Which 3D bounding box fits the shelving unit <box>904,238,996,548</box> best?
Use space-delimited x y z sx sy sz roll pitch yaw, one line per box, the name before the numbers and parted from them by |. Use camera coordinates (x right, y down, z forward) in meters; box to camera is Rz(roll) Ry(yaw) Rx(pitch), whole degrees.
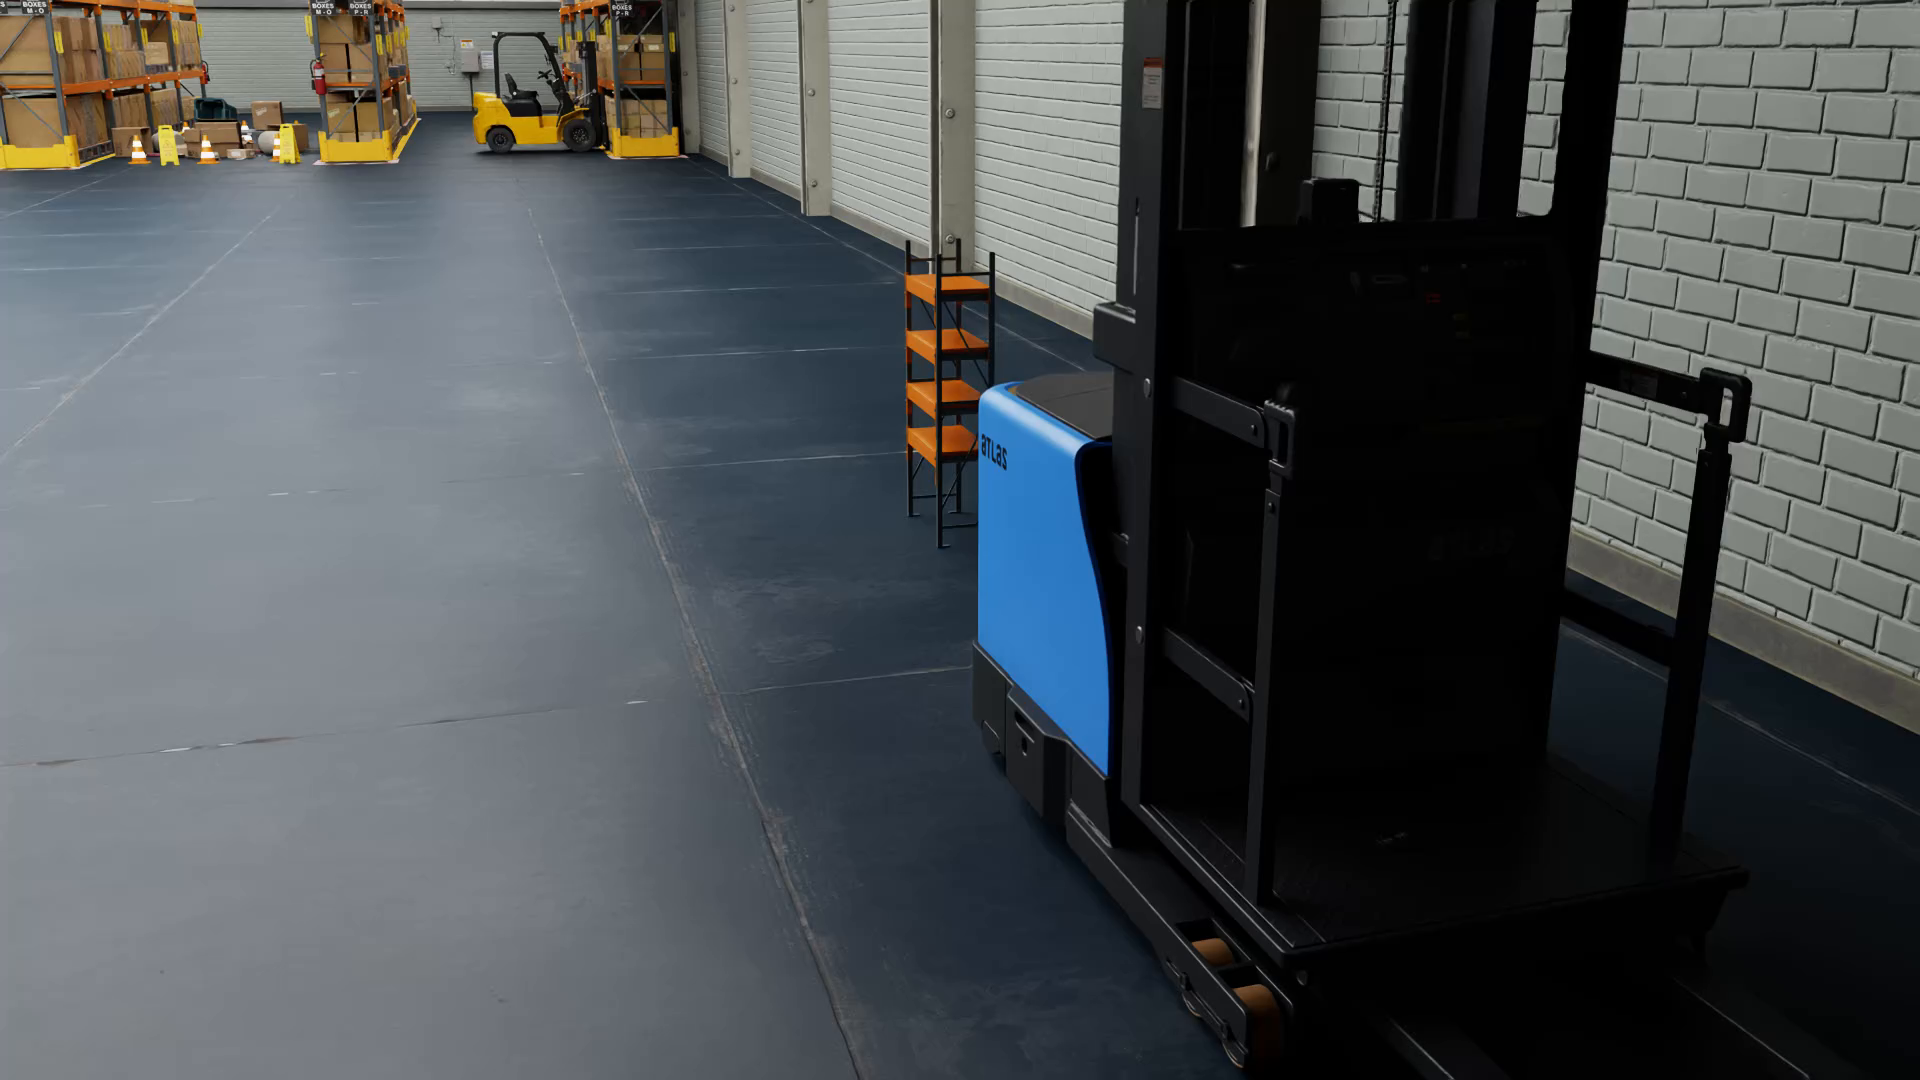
shelving unit | -0.046 -0.620 6.932 0.258 1.200 0.503 -5 17 -15

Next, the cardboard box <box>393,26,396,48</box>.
cardboard box | -12.706 -11.050 36.612 0.500 0.500 0.500 -5 17 -15

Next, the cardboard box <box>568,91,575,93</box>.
cardboard box | -10.010 -11.666 44.184 0.797 0.503 0.637 -5 18 -17

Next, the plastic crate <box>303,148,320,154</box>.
plastic crate | -11.917 -7.227 30.872 0.402 0.080 0.583 -12 20 -34

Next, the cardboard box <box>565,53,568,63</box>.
cardboard box | -9.940 -12.482 43.034 0.500 0.250 0.500 -5 17 -16

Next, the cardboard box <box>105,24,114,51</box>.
cardboard box | -16.716 -9.651 31.954 0.700 0.500 0.500 -5 17 -15

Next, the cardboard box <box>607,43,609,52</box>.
cardboard box | -6.341 -9.128 30.825 0.380 0.149 0.250 -5 18 -17

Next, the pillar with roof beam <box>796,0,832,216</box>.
pillar with roof beam | -5.856 -7.889 17.572 9.100 9.000 0.400 -5 17 -15

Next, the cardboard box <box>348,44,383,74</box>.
cardboard box | -10.325 -8.361 28.882 0.500 0.500 0.500 -5 17 -16

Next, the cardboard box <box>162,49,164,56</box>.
cardboard box | -18.052 -10.905 37.232 0.380 0.149 0.250 -4 17 -13

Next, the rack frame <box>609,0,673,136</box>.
rack frame | -5.690 -8.411 29.740 1.000 3.000 0.127 -5 17 -15

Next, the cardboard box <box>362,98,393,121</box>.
cardboard box | -10.998 -8.085 31.399 0.500 0.500 0.500 -4 17 -14

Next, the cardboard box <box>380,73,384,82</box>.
cardboard box | -10.459 -8.230 29.574 0.380 0.149 0.250 -4 17 -14

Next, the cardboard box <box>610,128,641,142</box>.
cardboard box | -6.122 -7.401 30.425 0.500 0.250 0.500 -5 17 -15

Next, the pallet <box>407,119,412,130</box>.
pallet | -13.474 -9.794 39.191 1.003 0.211 1.213 -5 17 -15

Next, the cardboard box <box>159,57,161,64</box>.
cardboard box | -17.902 -10.618 36.792 0.380 0.149 0.250 -5 18 -18

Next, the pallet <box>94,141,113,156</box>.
pallet | -16.158 -7.153 30.398 1.003 0.211 1.213 -5 17 -15

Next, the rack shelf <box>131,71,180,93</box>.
rack shelf | -17.941 -10.020 36.347 1.077 0.370 4.000 -5 17 -15

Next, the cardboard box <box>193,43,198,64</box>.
cardboard box | -19.082 -11.968 40.889 0.500 0.500 0.500 -5 17 -16

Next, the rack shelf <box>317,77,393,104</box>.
rack shelf | -11.011 -8.227 30.376 1.077 0.370 4.000 -5 17 -15

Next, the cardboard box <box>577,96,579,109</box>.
cardboard box | -9.071 -10.583 40.585 0.500 0.500 0.500 -4 17 -13

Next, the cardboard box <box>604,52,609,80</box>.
cardboard box | -6.352 -8.861 31.062 0.500 0.500 0.500 -5 17 -16

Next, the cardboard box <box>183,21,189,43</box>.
cardboard box | -18.786 -12.157 39.782 0.500 0.500 0.500 -5 18 -17

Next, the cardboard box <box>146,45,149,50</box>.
cardboard box | -17.544 -10.536 35.486 0.380 0.149 0.250 -5 18 -18

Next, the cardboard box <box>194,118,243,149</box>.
cardboard box | -13.643 -7.431 30.580 0.797 0.637 0.503 -5 17 -15

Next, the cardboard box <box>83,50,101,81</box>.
cardboard box | -16.006 -8.525 29.859 0.875 0.550 0.550 -5 17 -15

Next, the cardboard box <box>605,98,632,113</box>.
cardboard box | -6.410 -8.157 31.204 0.500 0.250 0.500 -4 17 -15

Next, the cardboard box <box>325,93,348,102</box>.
cardboard box | -11.097 -7.869 29.554 0.380 0.149 0.250 -4 17 -14

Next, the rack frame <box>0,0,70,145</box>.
rack frame | -15.193 -7.599 27.035 1.000 3.000 0.127 -5 17 -15

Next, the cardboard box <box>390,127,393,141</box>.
cardboard box | -10.712 -7.439 30.552 0.500 0.250 0.500 -4 17 -12

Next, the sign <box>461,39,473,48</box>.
sign | -14.480 -14.576 48.826 0.339 0.242 0.001 -5 17 -15

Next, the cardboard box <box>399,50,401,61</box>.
cardboard box | -12.954 -10.981 37.687 0.500 0.250 0.500 -4 17 -14

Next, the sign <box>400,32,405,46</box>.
sign | -13.240 -11.899 39.477 0.100 0.325 0.005 -5 17 -15

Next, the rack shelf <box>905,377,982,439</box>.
rack shelf | -0.046 -0.556 6.951 0.258 0.148 0.480 -5 17 -15

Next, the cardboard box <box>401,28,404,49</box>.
cardboard box | -13.920 -12.298 40.766 0.500 0.500 0.500 -4 17 -14

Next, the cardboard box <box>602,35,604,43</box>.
cardboard box | -6.680 -9.623 31.956 0.380 0.149 0.250 -5 17 -16

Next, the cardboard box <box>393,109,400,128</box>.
cardboard box | -12.514 -9.016 35.592 0.950 0.372 0.625 -6 18 -19

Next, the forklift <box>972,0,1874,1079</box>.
forklift | 0.980 -0.461 3.390 1.130 2.935 3.031 -5 18 -17

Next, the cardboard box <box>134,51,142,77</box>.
cardboard box | -16.874 -9.618 33.583 0.500 0.500 0.500 -5 17 -15

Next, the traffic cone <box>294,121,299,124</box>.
traffic cone | -13.247 -8.142 33.252 0.336 0.463 0.334 -5 17 -15

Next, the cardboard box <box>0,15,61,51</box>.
cardboard box | -15.257 -8.293 27.210 0.875 0.550 0.550 -5 17 -15

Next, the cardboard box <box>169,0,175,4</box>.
cardboard box | -18.364 -12.432 38.171 0.500 0.250 0.500 -4 17 -12

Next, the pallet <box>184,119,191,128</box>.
pallet | -18.709 -9.765 39.095 1.003 0.211 1.213 -5 17 -15

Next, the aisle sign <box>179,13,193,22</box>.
aisle sign | -19.321 -13.313 41.540 0.394 0.787 0.004 -5 17 -15

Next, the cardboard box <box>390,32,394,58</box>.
cardboard box | -11.674 -9.945 33.423 0.500 0.500 0.500 -5 17 -16
